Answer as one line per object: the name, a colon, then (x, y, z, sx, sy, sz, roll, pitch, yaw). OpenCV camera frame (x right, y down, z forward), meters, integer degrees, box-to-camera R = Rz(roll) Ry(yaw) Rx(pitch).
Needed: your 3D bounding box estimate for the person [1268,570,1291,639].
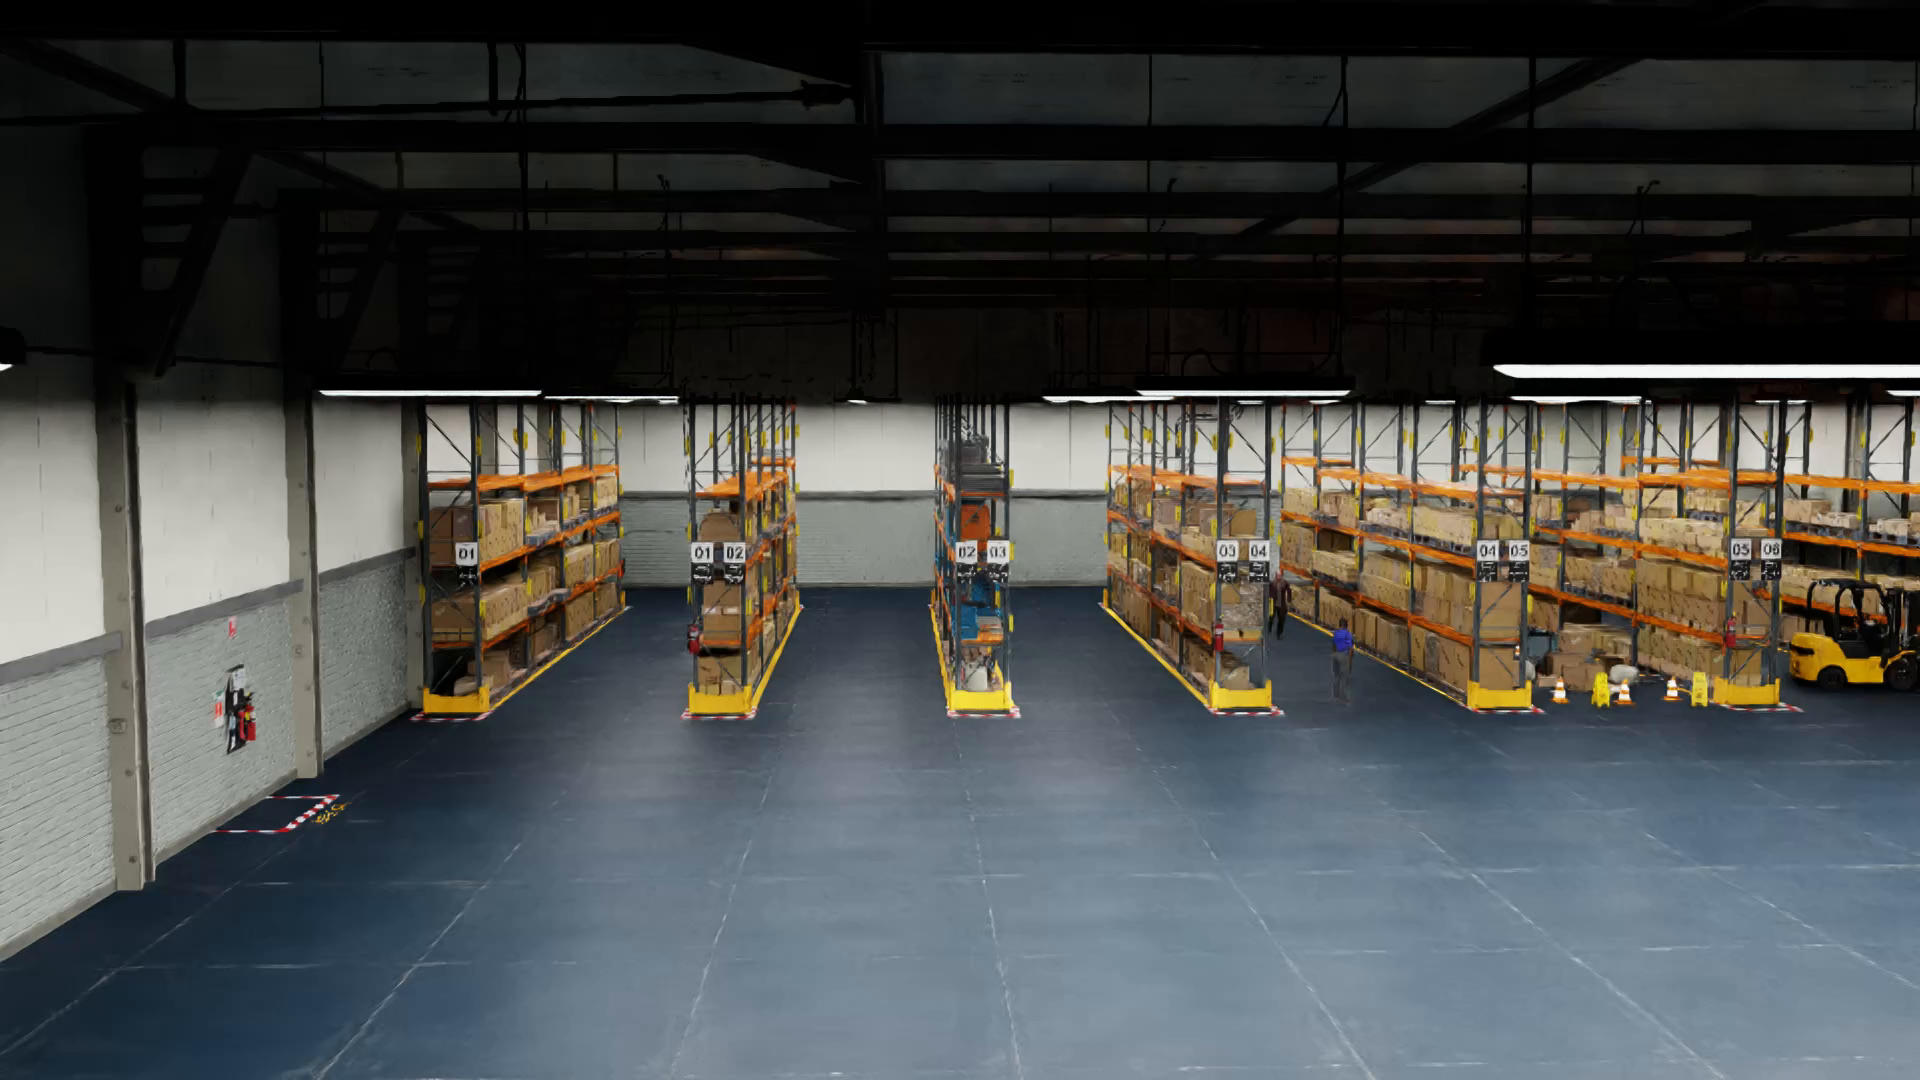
person: (7.798, 1.580, 40.991, 0.729, 1.733, 0.546, 0, 5, -3)

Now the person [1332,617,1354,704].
person: (7.407, 2.311, 32.115, 0.422, 1.663, 0.502, -3, 6, -34)
